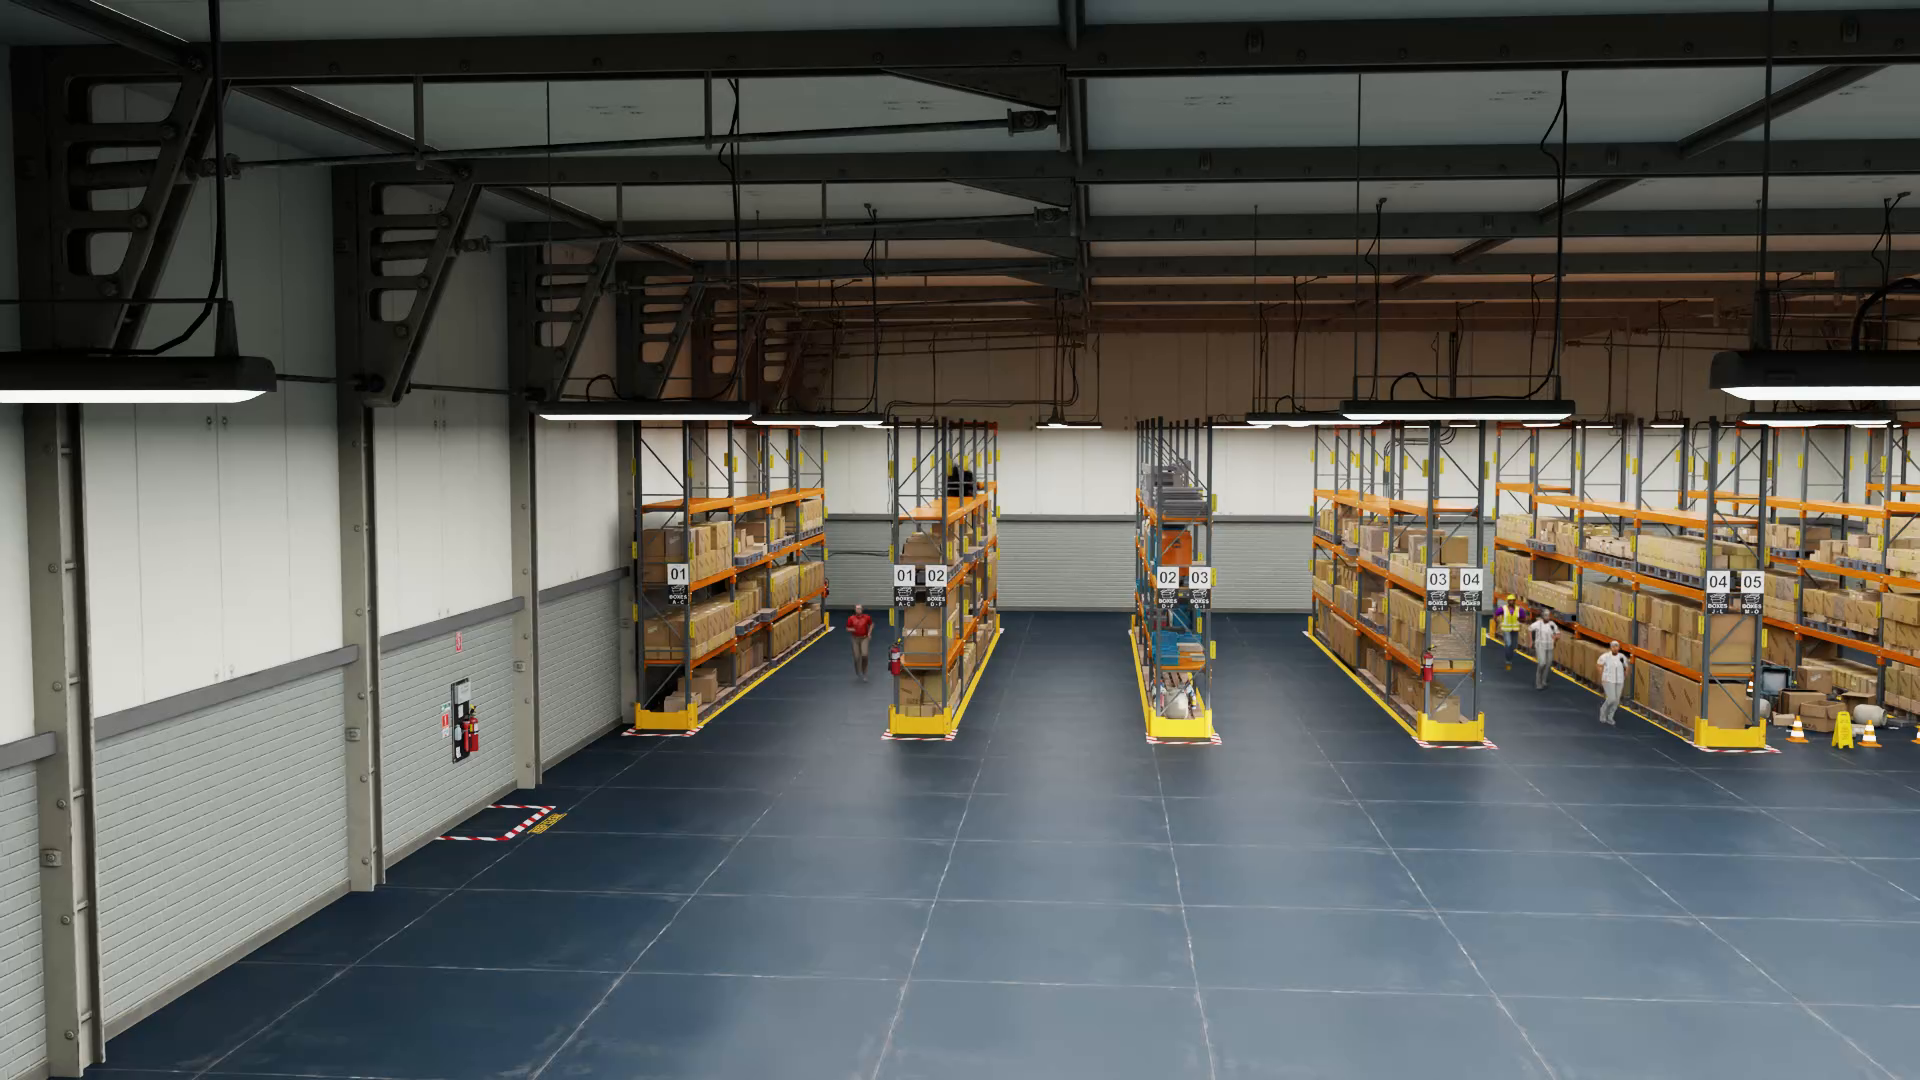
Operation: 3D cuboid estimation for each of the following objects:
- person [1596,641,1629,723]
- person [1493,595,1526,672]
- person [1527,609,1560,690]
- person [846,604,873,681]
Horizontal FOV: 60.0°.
[{"bbox_3d":[12.776,2.782,32.452,0.586,1.633,0.592,0,4,0],"label":"person"},{"bbox_3d":[13.246,2.219,40.034,0.677,1.823,0.807,0,4,1],"label":"person"},{"bbox_3d":[13.007,2.435,36.976,0.636,1.830,0.734,0,4,0],"label":"person"},{"bbox_3d":[-2.310,2.370,38.255,0.638,1.785,0.765,0,4,-2],"label":"person"}]
